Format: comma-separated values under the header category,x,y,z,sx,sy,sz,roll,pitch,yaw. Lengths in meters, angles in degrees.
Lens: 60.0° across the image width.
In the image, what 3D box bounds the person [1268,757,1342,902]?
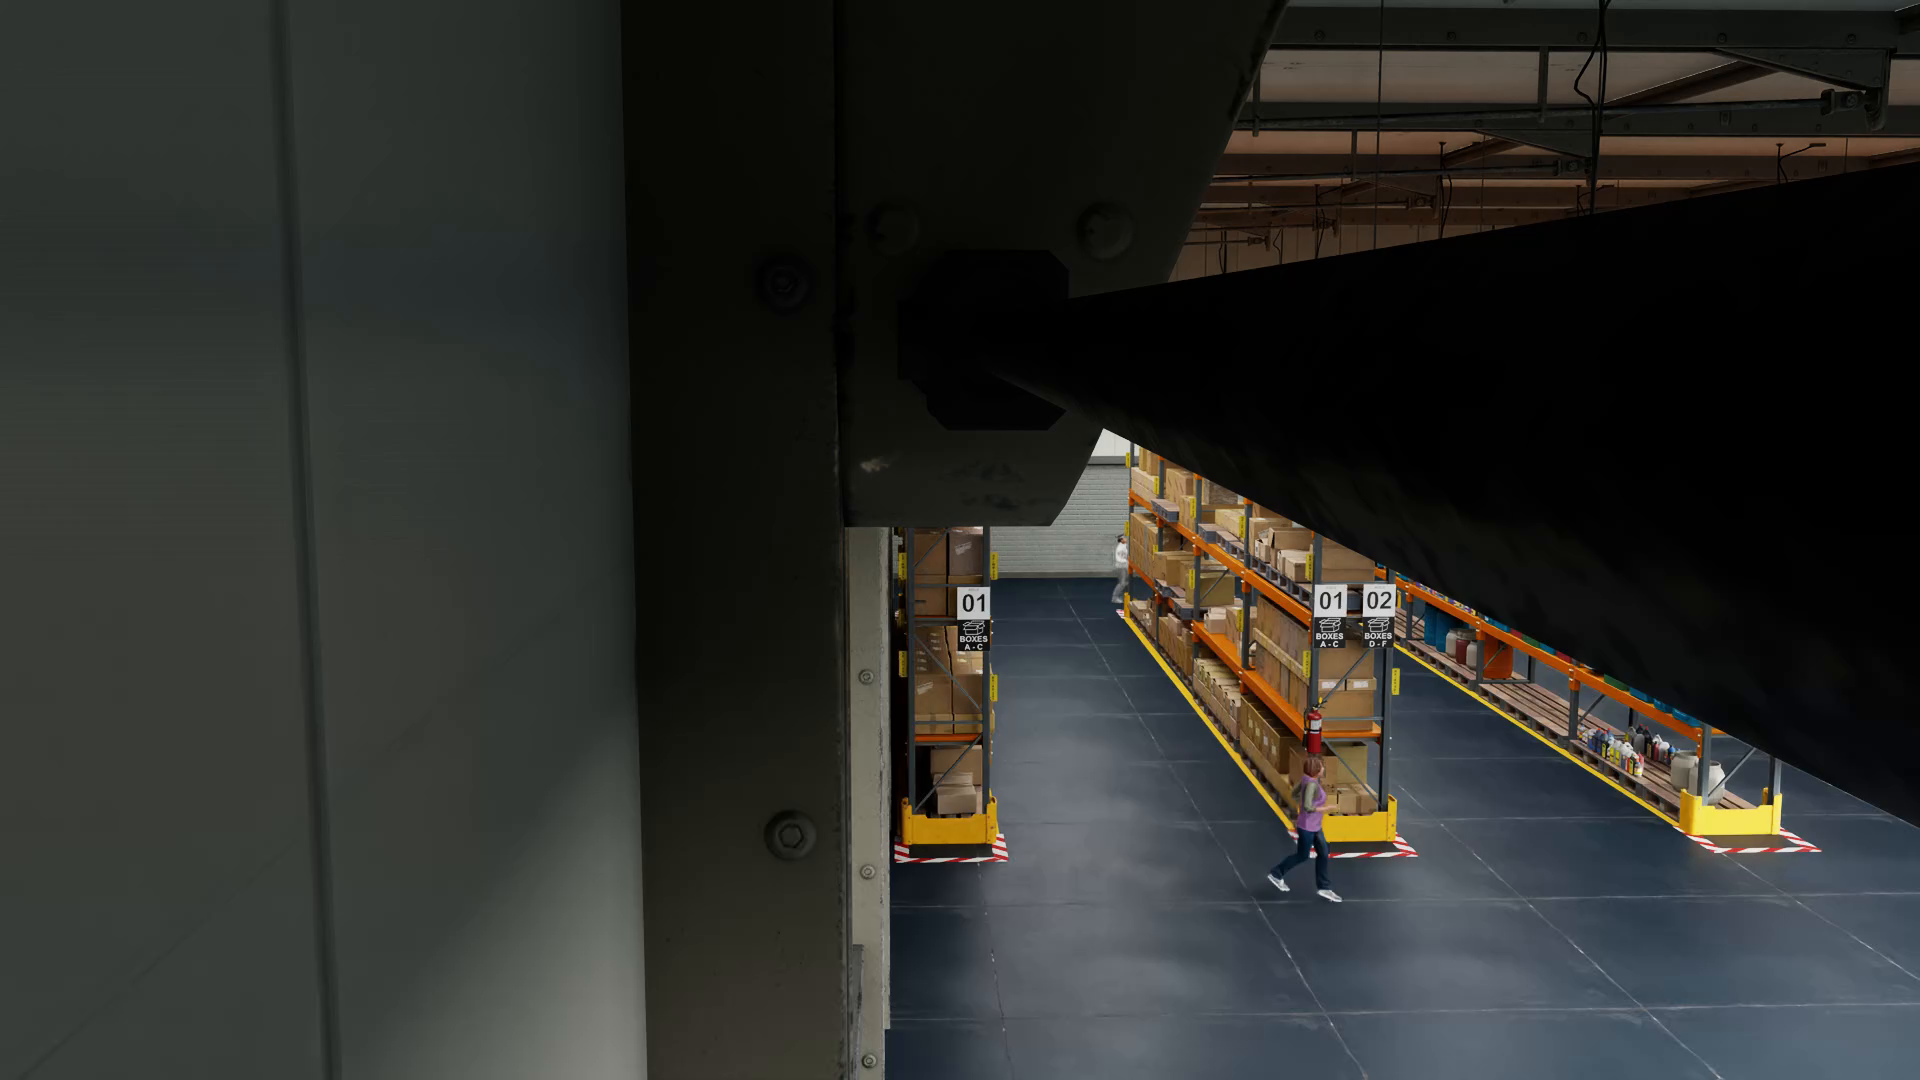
category,x,y,z,sx,sy,sz,roll,pitch,yaw
person,3.821,3.193,18.370,0.816,1.619,0.522,2,8,18

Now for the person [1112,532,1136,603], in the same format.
category,x,y,z,sx,sy,sz,roll,pitch,yaw
person,3.763,0.629,38.021,0.607,1.657,0.588,4,8,29
